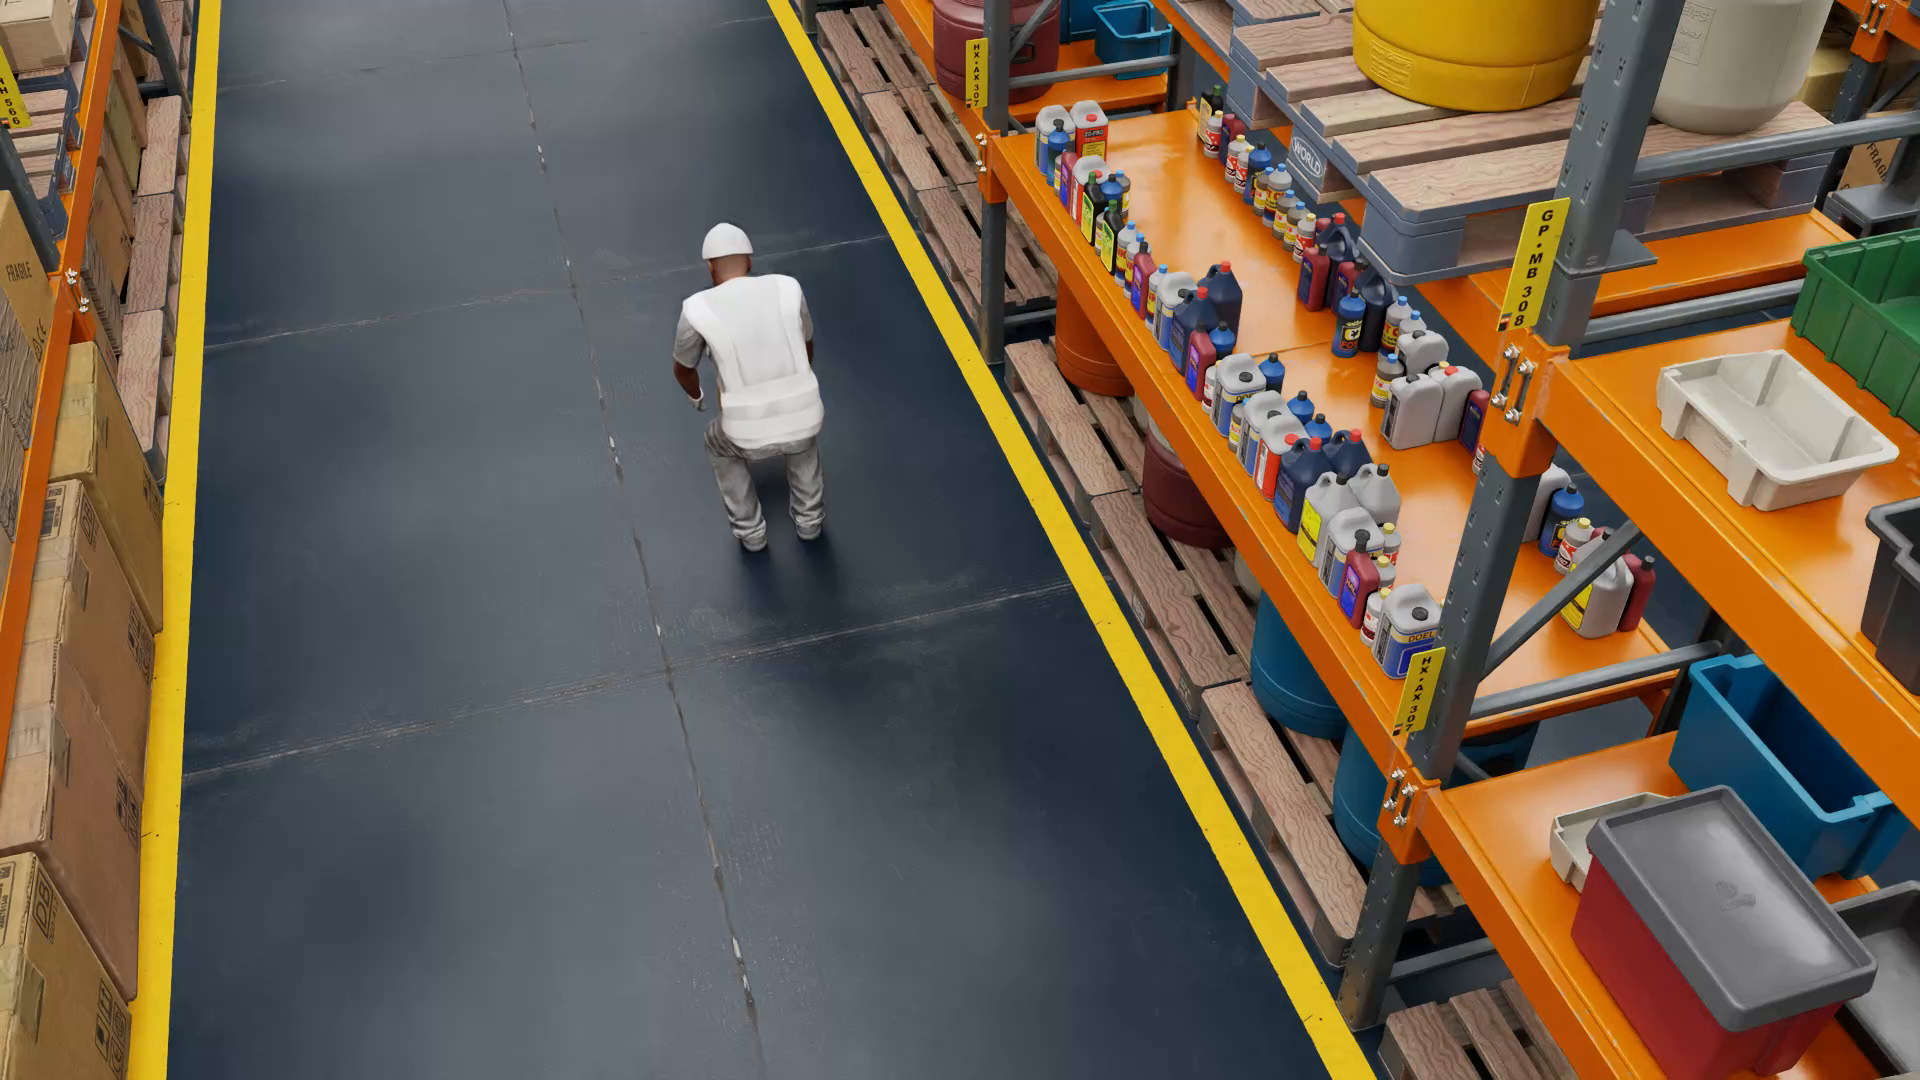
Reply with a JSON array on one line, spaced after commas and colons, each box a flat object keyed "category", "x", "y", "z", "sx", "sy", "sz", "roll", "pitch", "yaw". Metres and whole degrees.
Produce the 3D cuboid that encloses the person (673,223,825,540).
[{"category": "person", "x": -0.886, "y": -0.625, "z": 7.103, "sx": 0.610, "sy": 1.327, "sz": 0.787, "roll": -12, "pitch": 43, "yaw": -13}]
